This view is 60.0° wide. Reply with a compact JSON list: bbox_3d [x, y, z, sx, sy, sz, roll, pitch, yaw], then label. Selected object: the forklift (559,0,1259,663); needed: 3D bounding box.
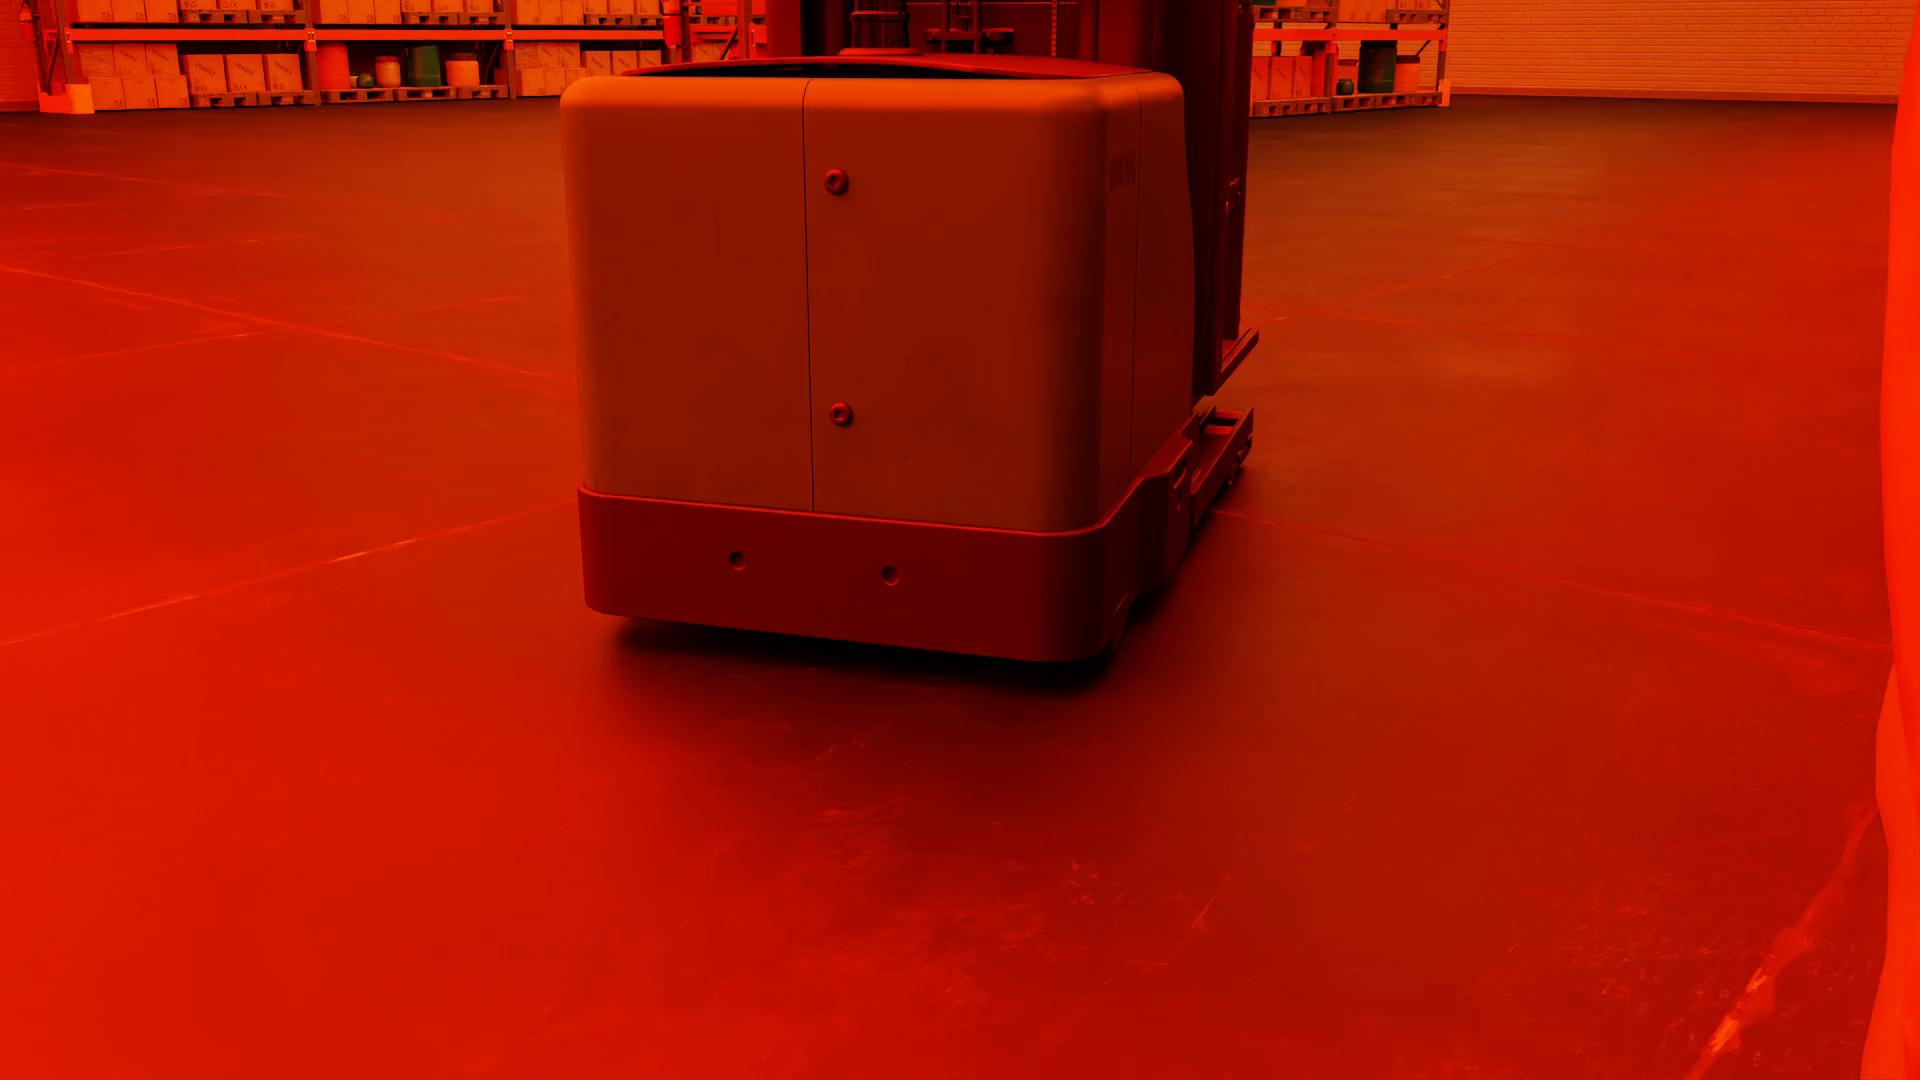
[{"bbox_3d":[0.182,-1.571,4.072,1.130,2.935,3.031,5,18,17],"label":"forklift"}]
